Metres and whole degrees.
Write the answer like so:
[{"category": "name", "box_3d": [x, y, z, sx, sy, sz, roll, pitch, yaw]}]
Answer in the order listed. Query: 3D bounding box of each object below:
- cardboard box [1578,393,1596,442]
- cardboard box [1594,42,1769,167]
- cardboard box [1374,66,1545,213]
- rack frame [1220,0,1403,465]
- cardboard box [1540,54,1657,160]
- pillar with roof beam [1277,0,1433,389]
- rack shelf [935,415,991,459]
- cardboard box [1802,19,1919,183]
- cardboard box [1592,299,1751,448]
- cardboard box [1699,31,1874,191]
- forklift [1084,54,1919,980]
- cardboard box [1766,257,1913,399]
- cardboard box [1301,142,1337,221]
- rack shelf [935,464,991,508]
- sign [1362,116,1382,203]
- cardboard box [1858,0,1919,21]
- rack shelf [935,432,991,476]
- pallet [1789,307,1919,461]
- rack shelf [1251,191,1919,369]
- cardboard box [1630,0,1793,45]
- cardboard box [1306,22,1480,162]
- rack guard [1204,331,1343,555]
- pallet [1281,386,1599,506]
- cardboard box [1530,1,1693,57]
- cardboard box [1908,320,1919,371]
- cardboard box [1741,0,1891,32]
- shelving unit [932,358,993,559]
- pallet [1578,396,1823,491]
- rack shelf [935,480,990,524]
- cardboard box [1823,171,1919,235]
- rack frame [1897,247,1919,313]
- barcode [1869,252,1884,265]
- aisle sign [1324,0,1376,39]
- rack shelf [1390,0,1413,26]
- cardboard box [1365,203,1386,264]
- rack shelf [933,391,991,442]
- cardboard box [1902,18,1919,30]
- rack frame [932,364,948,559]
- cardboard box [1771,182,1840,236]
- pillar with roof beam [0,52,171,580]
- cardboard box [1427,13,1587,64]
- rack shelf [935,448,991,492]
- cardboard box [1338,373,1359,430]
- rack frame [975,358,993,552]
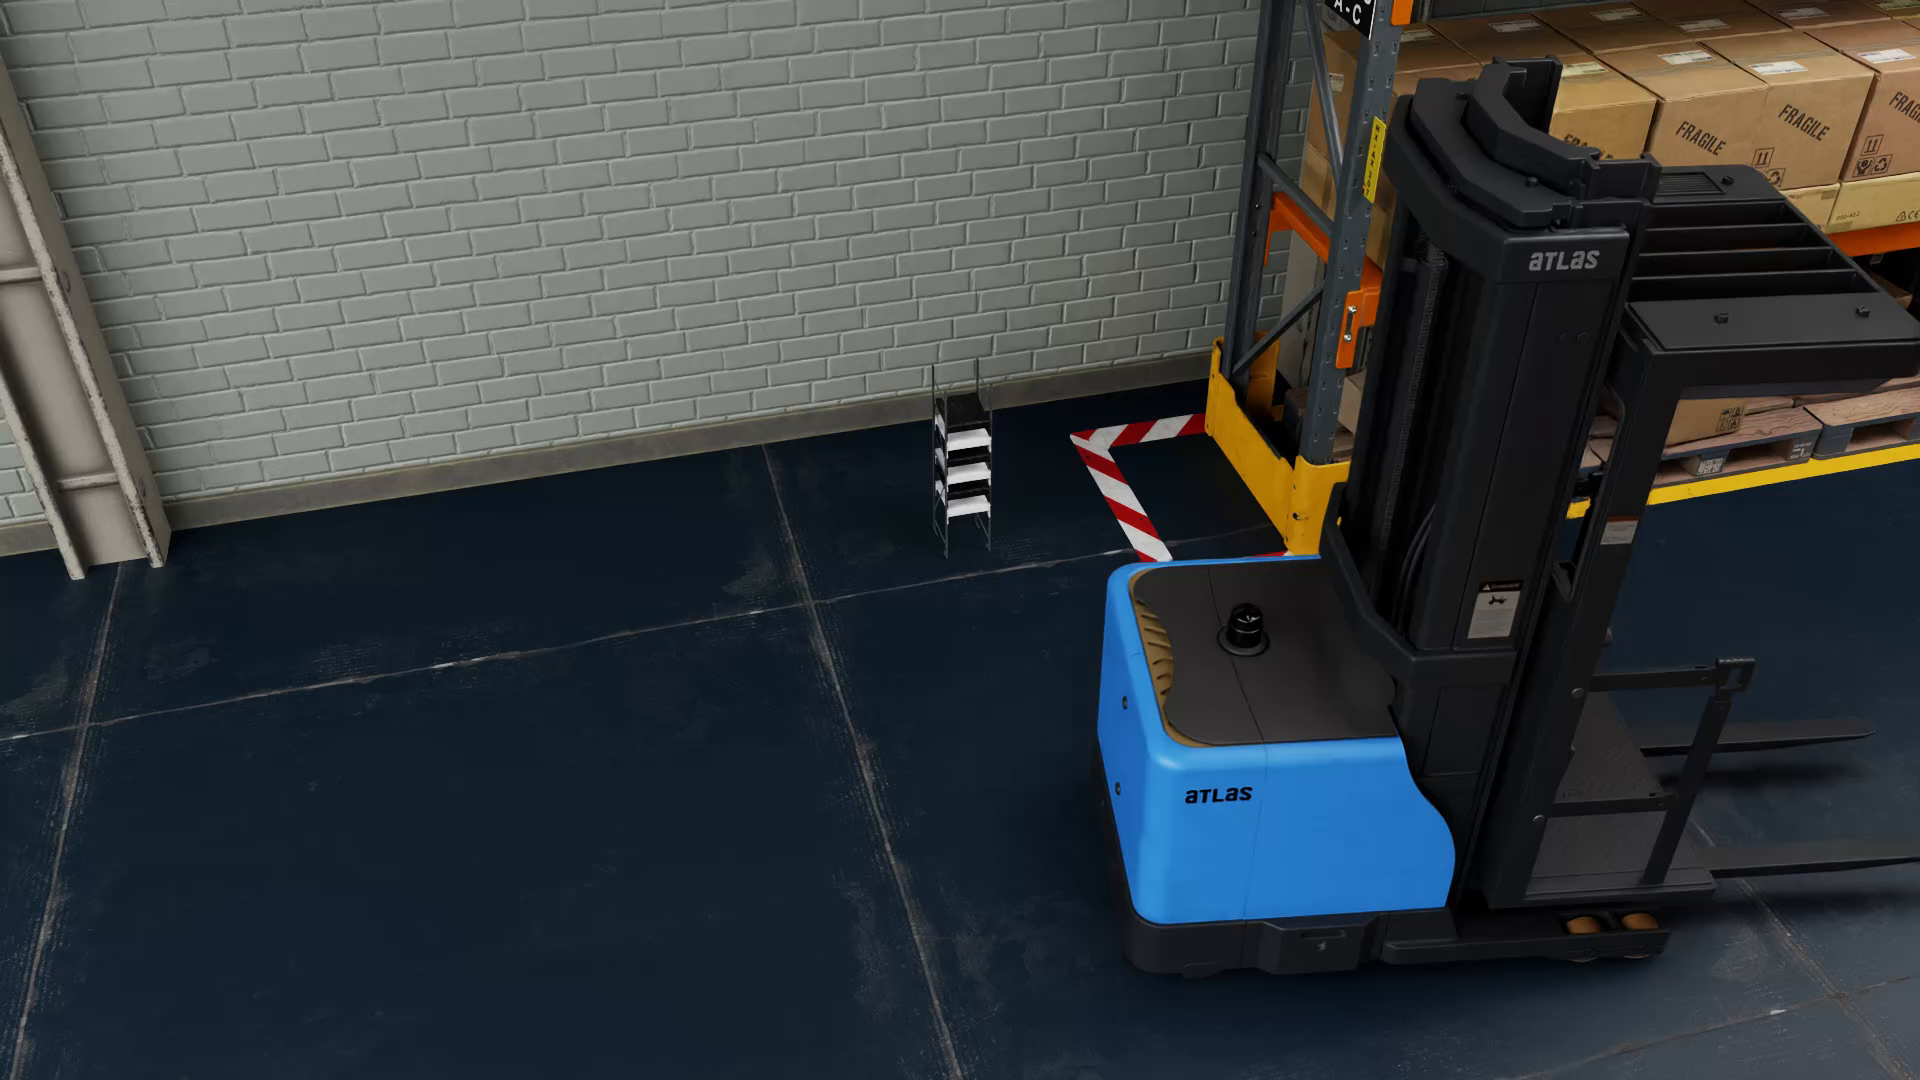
[{"category": "cardboard box", "box_3d": [2.720, -0.718, 8.071, 0.500, 0.311, 0.500, -6, 38, -8]}, {"category": "cardboard box", "box_3d": [2.998, -1.760, 7.072, 0.500, 0.500, 0.500, -11, 39, -13]}, {"category": "cardboard box", "box_3d": [2.018, -1.610, 6.875, 0.500, 0.500, 0.500, -9, 38, -12]}, {"category": "rack frame", "box_3d": [1.479, -1.464, 7.195, 0.127, 3.000, 1.000, -9, 38, -12]}, {"category": "cardboard box", "box_3d": [2.498, -1.682, 6.970, 0.500, 0.500, 0.500, -9, 38, -12]}, {"category": "pillar with roof beam", "box_3d": [3.051, -1.940, 2.880, 0.400, 9.000, 9.100, -9, 38, -12]}, {"category": "rack shelf", "box_3d": [0.008, -0.475, 7.389, 0.200, 0.077, 0.258, -9, 38, -12]}, {"category": "cardboard box", "box_3d": [3.995, -1.932, 7.296, 0.500, 0.500, 0.500, -10, 39, -13]}, {"category": "cardboard box", "box_3d": [3.442, -0.880, 8.127, 0.500, 0.500, 0.700, -12, 39, -15]}, {"category": "cardboard box", "box_3d": [3.493, -1.849, 7.188, 0.500, 0.500, 0.500, -8, 38, -11]}, {"category": "forklift", "box_3d": [2.024, -0.007, 5.346, 3.031, 2.935, 1.130, -3, 38, -4]}, {"category": "cardboard box", "box_3d": [4.349, -1.092, 8.404, 0.500, 0.500, 0.500, -12, 39, -15]}, {"category": "cardboard box", "box_3d": [1.879, -1.600, 7.480, 0.500, 0.250, 0.500, -9, 38, -11]}, {"category": "rack shelf", "box_3d": [0.008, -0.261, 7.553, 0.200, 0.077, 0.258, -9, 38, -12]}, {"category": "sign", "box_3d": [1.620, -1.490, 6.516, 0.005, 0.325, 0.100, -9, 38, -12]}, {"category": "cardboard box", "box_3d": [4.332, -2.312, 7.794, 0.500, 0.500, 0.500, -10, 38, -12]}, {"category": "rack shelf", "box_3d": [0.008, -0.404, 7.444, 0.200, 0.077, 0.258, -9, 38, -12]}, {"category": "pallet", "box_3d": [4.701, -0.863, 8.705, 1.213, 0.211, 1.003, -9, 38, -12]}, {"category": "rack shelf", "box_3d": [3.409, -1.495, 7.828, 4.000, 0.370, 1.077, -9, 38, -12]}, {"category": "cardboard box", "box_3d": [3.351, -2.148, 7.579, 0.500, 0.500, 0.500, -9, 38, -11]}, {"category": "cardboard box", "box_3d": [1.878, -1.910, 7.267, 0.500, 0.500, 0.500, -10, 38, -12]}, {"category": "rack guard", "box_3d": [1.552, -0.483, 7.970, 0.348, 0.500, 1.175, -9, 38, -12]}, {"category": "pallet", "box_3d": [2.345, -0.477, 8.199, 1.213, 0.211, 1.003, -9, 38, -12]}, {"category": "cardboard box", "box_3d": [2.865, -2.068, 7.474, 0.500, 0.500, 0.500, -10, 39, -13]}, {"category": "cardboard box", "box_3d": [4.832, -1.045, 8.617, 0.250, 0.166, 0.380, -14, 40, -18]}, {"category": "cardboard box", "box_3d": [3.849, -2.237, 7.695, 0.500, 0.500, 0.500, -8, 38, -11]}, {"category": "shelving unit", "box_3d": [0.008, -0.359, 7.478, 0.210, 0.900, 0.258, -9, 38, -12]}, {"category": "pallet", "box_3d": [3.521, -0.668, 8.449, 1.213, 0.211, 1.003, -9, 38, -12]}, {"category": "rack shelf", "box_3d": [0.008, -0.189, 7.608, 0.200, 0.077, 0.258, -9, 38, -12]}, {"category": "cardboard box", "box_3d": [3.997, -1.631, 7.520, 0.500, 0.250, 0.500, -10, 38, -12]}, {"category": "rack frame", "box_3d": [5.340, -2.098, 8.023, 0.127, 3.000, 1.000, -9, 38, -12]}, {"category": "barcode", "box_3d": [4.756, -1.462, 8.624, 0.075, 0.075, 0.001, -9, 38, -12]}, {"category": "aisle sign", "box_3d": [1.487, -2.309, 6.160, 0.004, 0.787, 0.394, -9, 38, -12]}, {"category": "rack shelf", "box_3d": [3.409, -2.687, 6.917, 4.000, 0.370, 1.077, -9, 38, -12]}, {"category": "cardboard box", "box_3d": [2.032, -1.304, 7.092, 0.500, 0.250, 0.500, -10, 39, -13]}, {"category": "rack shelf", "box_3d": [0.008, -0.547, 7.334, 0.200, 0.077, 0.258, -9, 38, -12]}, {"category": "cardboard box", "box_3d": [4.484, -2.005, 7.392, 0.500, 0.500, 0.500, -10, 38, -12]}, {"category": "rack frame", "box_3d": [-0.090, -0.343, 7.457, 0.006, 0.900, 0.240, -9, 38, -12]}, {"category": "cardboard box", "box_3d": [3.512, -1.550, 7.415, 0.500, 0.250, 0.500, -9, 38, -12]}, {"category": "pillar with roof beam", "box_3d": [-2.741, -0.990, 1.637, 0.400, 9.000, 9.100, -9, 38, -12]}, {"category": "cardboard box", "box_3d": [2.367, -1.984, 7.364, 0.500, 0.500, 0.500, -9, 38, -11]}, {"category": "rack shelf", "box_3d": [0.008, -0.332, 7.499, 0.200, 0.077, 0.258, -9, 38, -12]}, {"category": "cardboard box", "box_3d": [2.170, -0.628, 7.953, 0.500, 0.311, 0.500, -14, 39, -17]}, {"category": "rack frame", "box_3d": [0.106, -0.375, 7.499, 0.006, 0.900, 0.240, -9, 38, -12]}]
